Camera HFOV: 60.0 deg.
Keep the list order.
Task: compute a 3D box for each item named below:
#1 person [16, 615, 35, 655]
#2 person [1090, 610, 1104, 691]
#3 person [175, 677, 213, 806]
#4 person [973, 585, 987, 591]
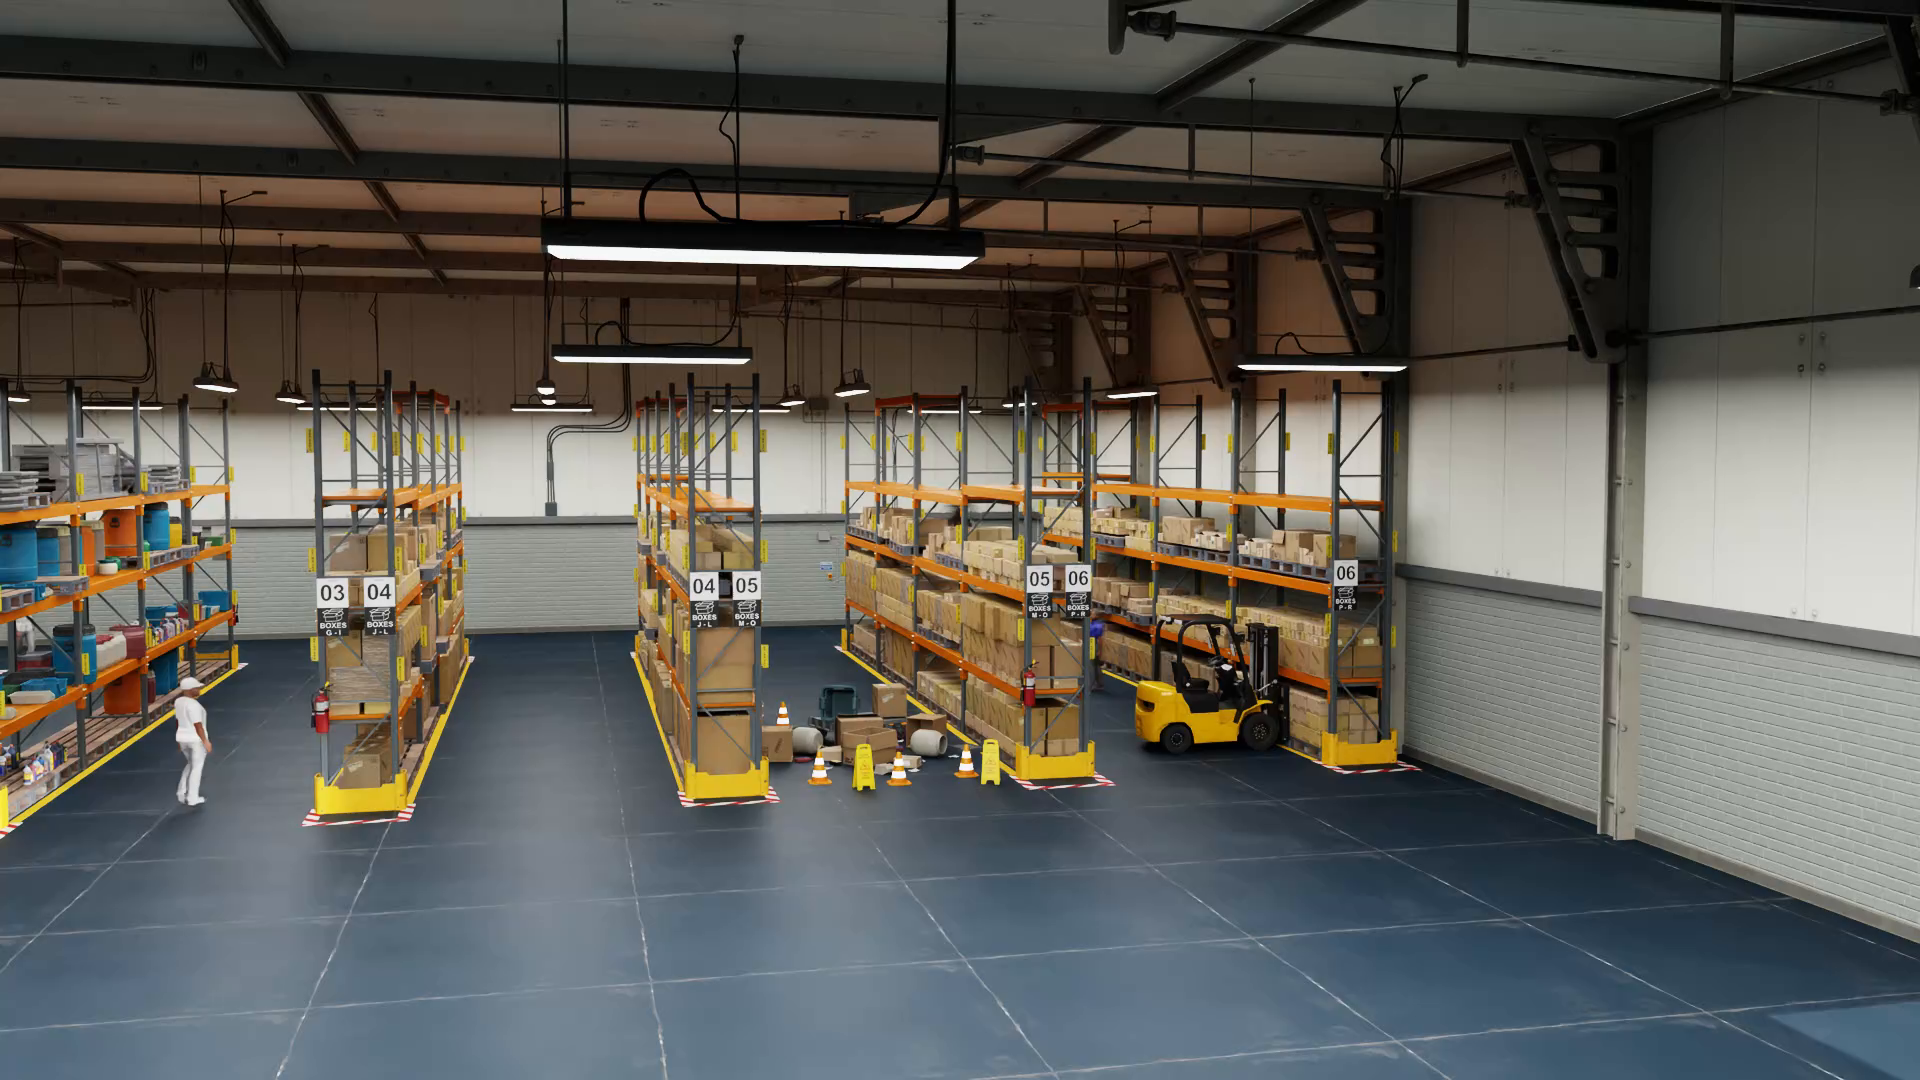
[{"bbox_3d":[-20.925,2.031,37.146,0.450,1.638,0.902,-3,5,-44],"label":"person"},{"bbox_3d":[2.652,2.245,33.763,0.605,1.628,0.509,0,3,-9],"label":"person"},{"bbox_3d":[-10.612,2.780,23.009,0.591,1.775,0.467,1,3,18],"label":"person"},{"bbox_3d":[0.422,1.798,39.965,0.383,1.778,0.608,-3,4,-39],"label":"person"}]
